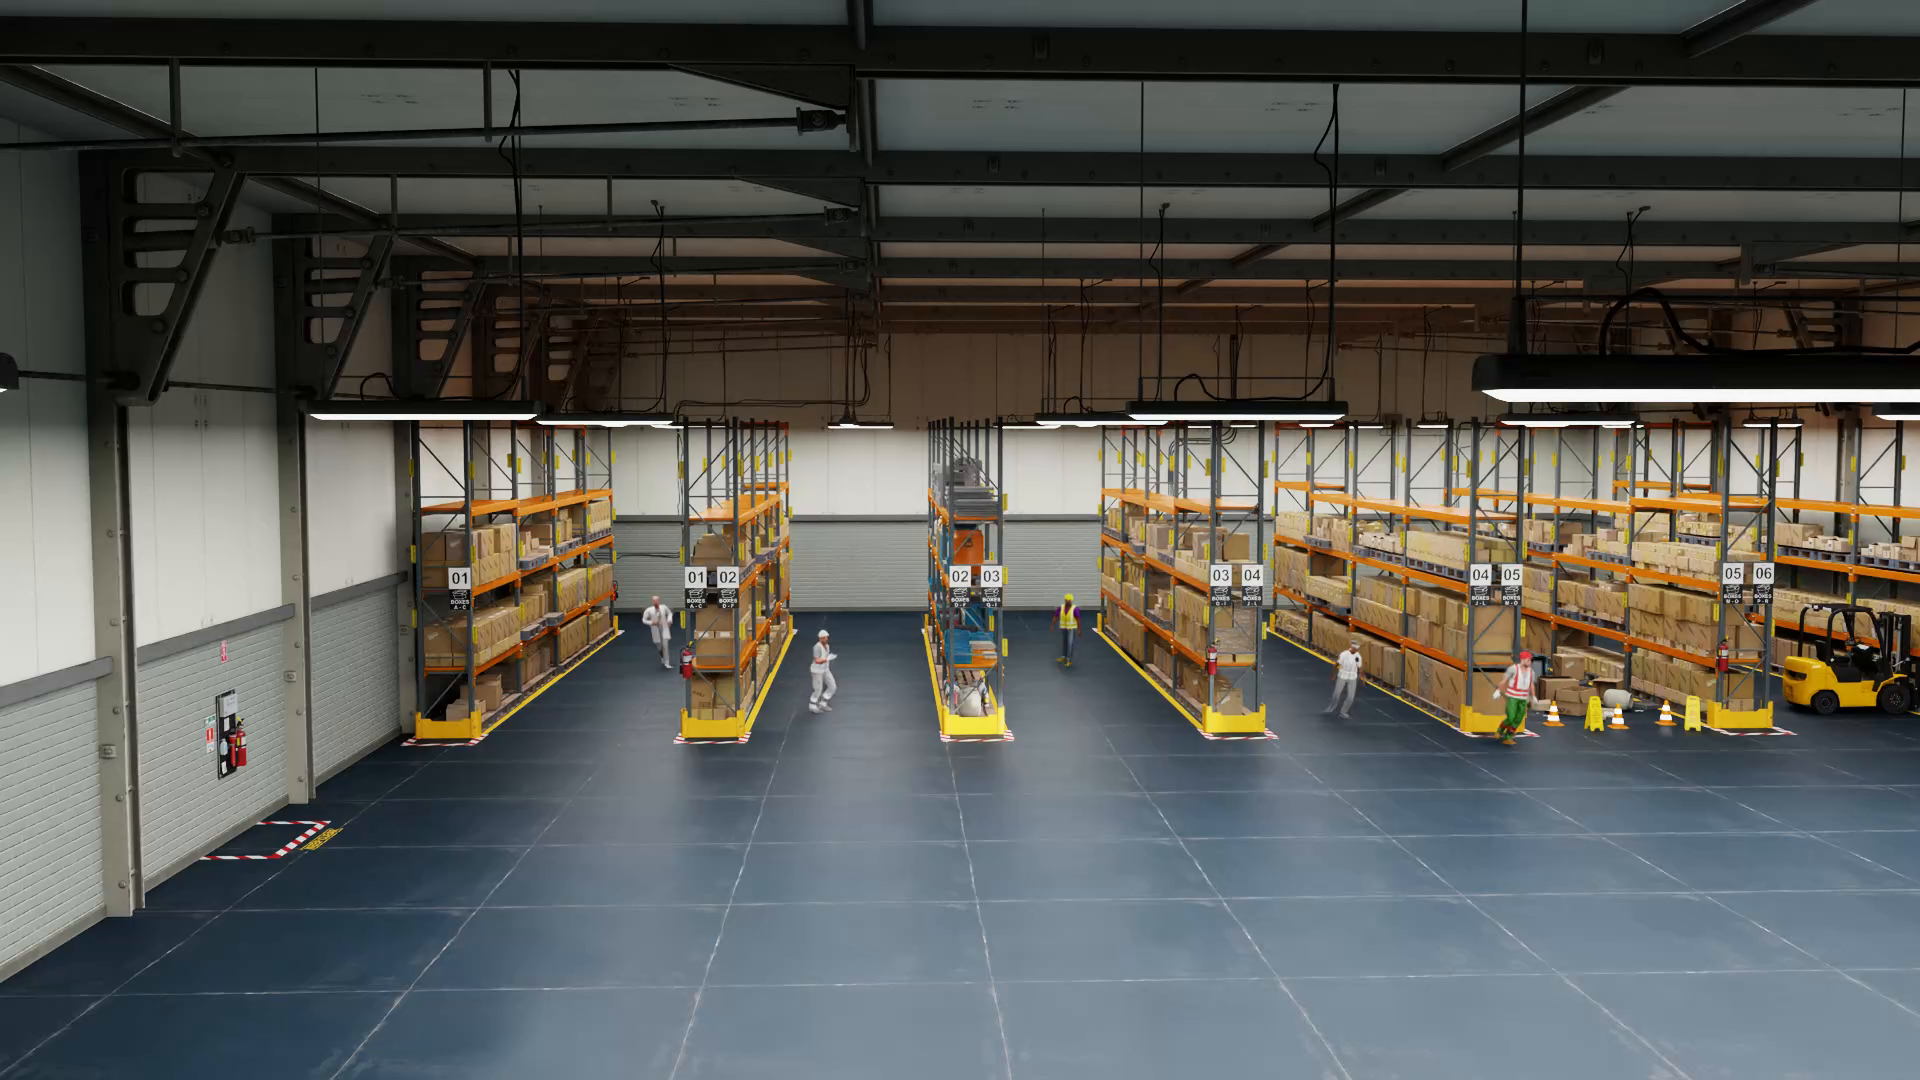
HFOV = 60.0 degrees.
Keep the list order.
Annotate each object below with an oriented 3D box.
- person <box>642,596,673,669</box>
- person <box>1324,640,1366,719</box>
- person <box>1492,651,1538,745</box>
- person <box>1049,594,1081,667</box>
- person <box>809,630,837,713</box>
[{"bbox_3d":[-7.340,2.226,40.415,0.743,1.733,0.963,-1,4,-15],"label":"person"},{"bbox_3d":[7.681,2.765,33.140,0.737,1.582,0.641,0,4,-1],"label":"person"},{"bbox_3d":[10.150,2.850,30.323,0.666,1.681,0.578,-1,4,-18],"label":"person"},{"bbox_3d":[2.599,2.188,40.857,0.760,1.759,0.767,2,4,26],"label":"person"},{"bbox_3d":[-2.808,2.673,33.525,0.875,1.738,0.598,3,5,38],"label":"person"}]
